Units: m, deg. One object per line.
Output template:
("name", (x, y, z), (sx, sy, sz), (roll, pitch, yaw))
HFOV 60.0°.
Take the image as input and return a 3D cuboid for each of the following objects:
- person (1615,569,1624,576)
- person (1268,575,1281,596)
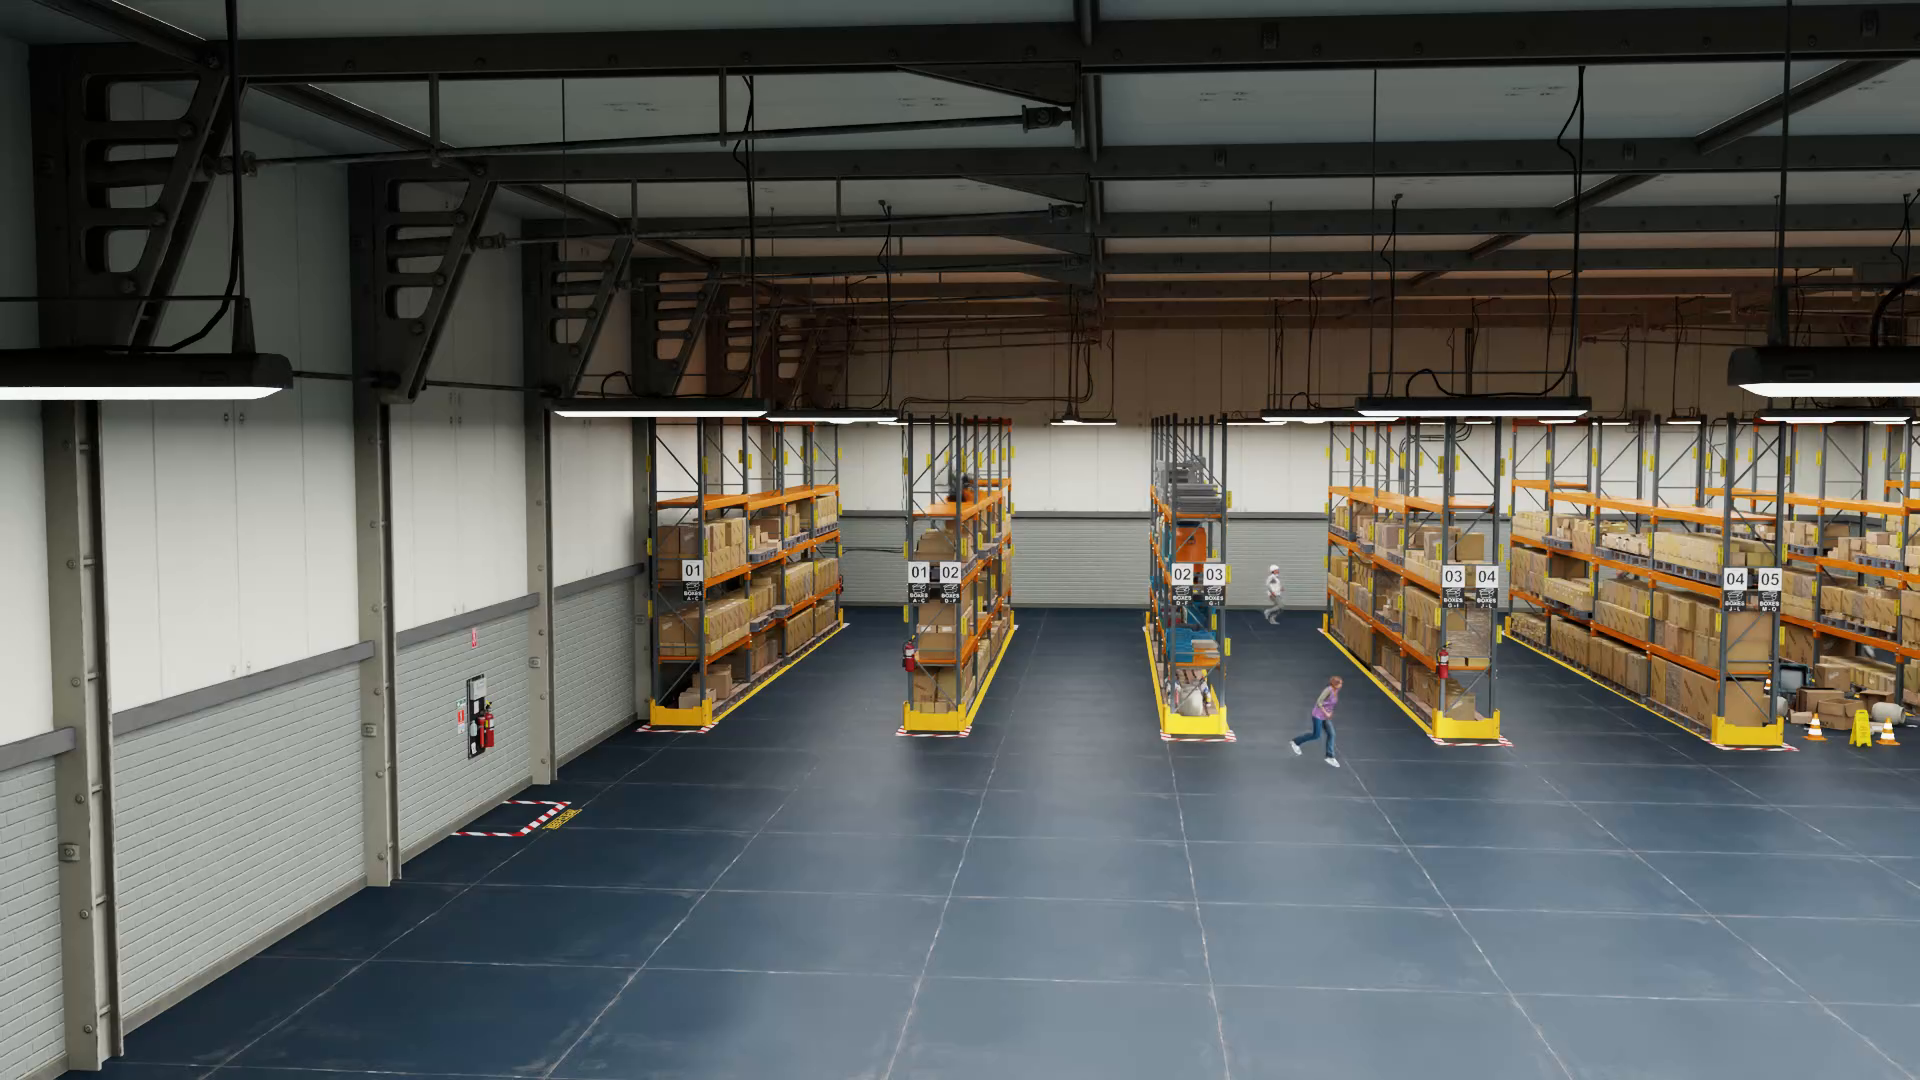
("person", (18.805, 1.666, 47.139), (0.921, 1.828, 0.679), (1, 4, 9))
("person", (9.176, 1.305, 48.495), (0.349, 0.608, 0.446), (2, 4, 22))
